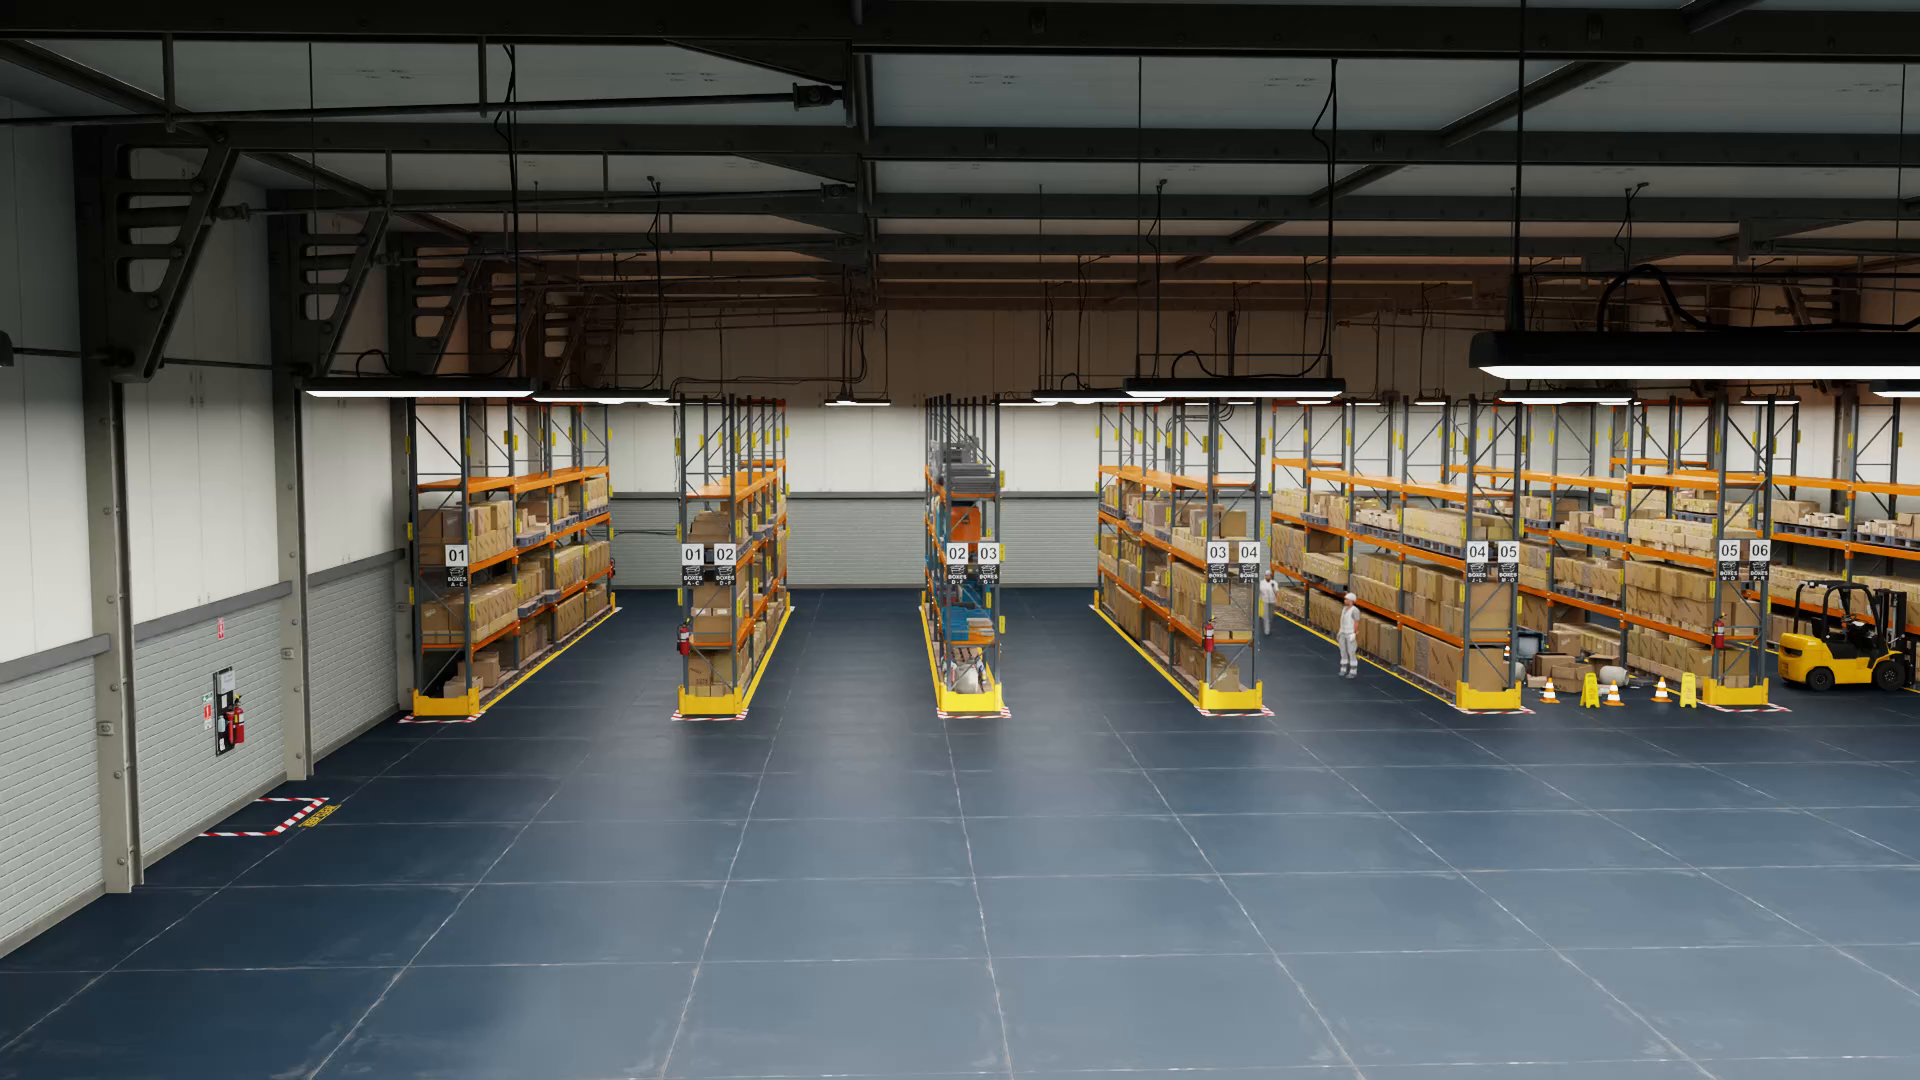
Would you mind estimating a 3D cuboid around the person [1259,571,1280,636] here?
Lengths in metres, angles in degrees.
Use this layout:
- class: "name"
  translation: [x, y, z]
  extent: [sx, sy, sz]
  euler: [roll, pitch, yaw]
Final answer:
- class: "person"
  translation: [7.837, 1.590, 42.146]
  extent: [0.479, 1.617, 0.942]
  euler: [0, 5, -5]

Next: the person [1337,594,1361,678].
- class: "person"
  translation: [8.280, 2.039, 35.488]
  extent: [0.419, 1.792, 0.611]
  euler: [-3, 6, -38]
